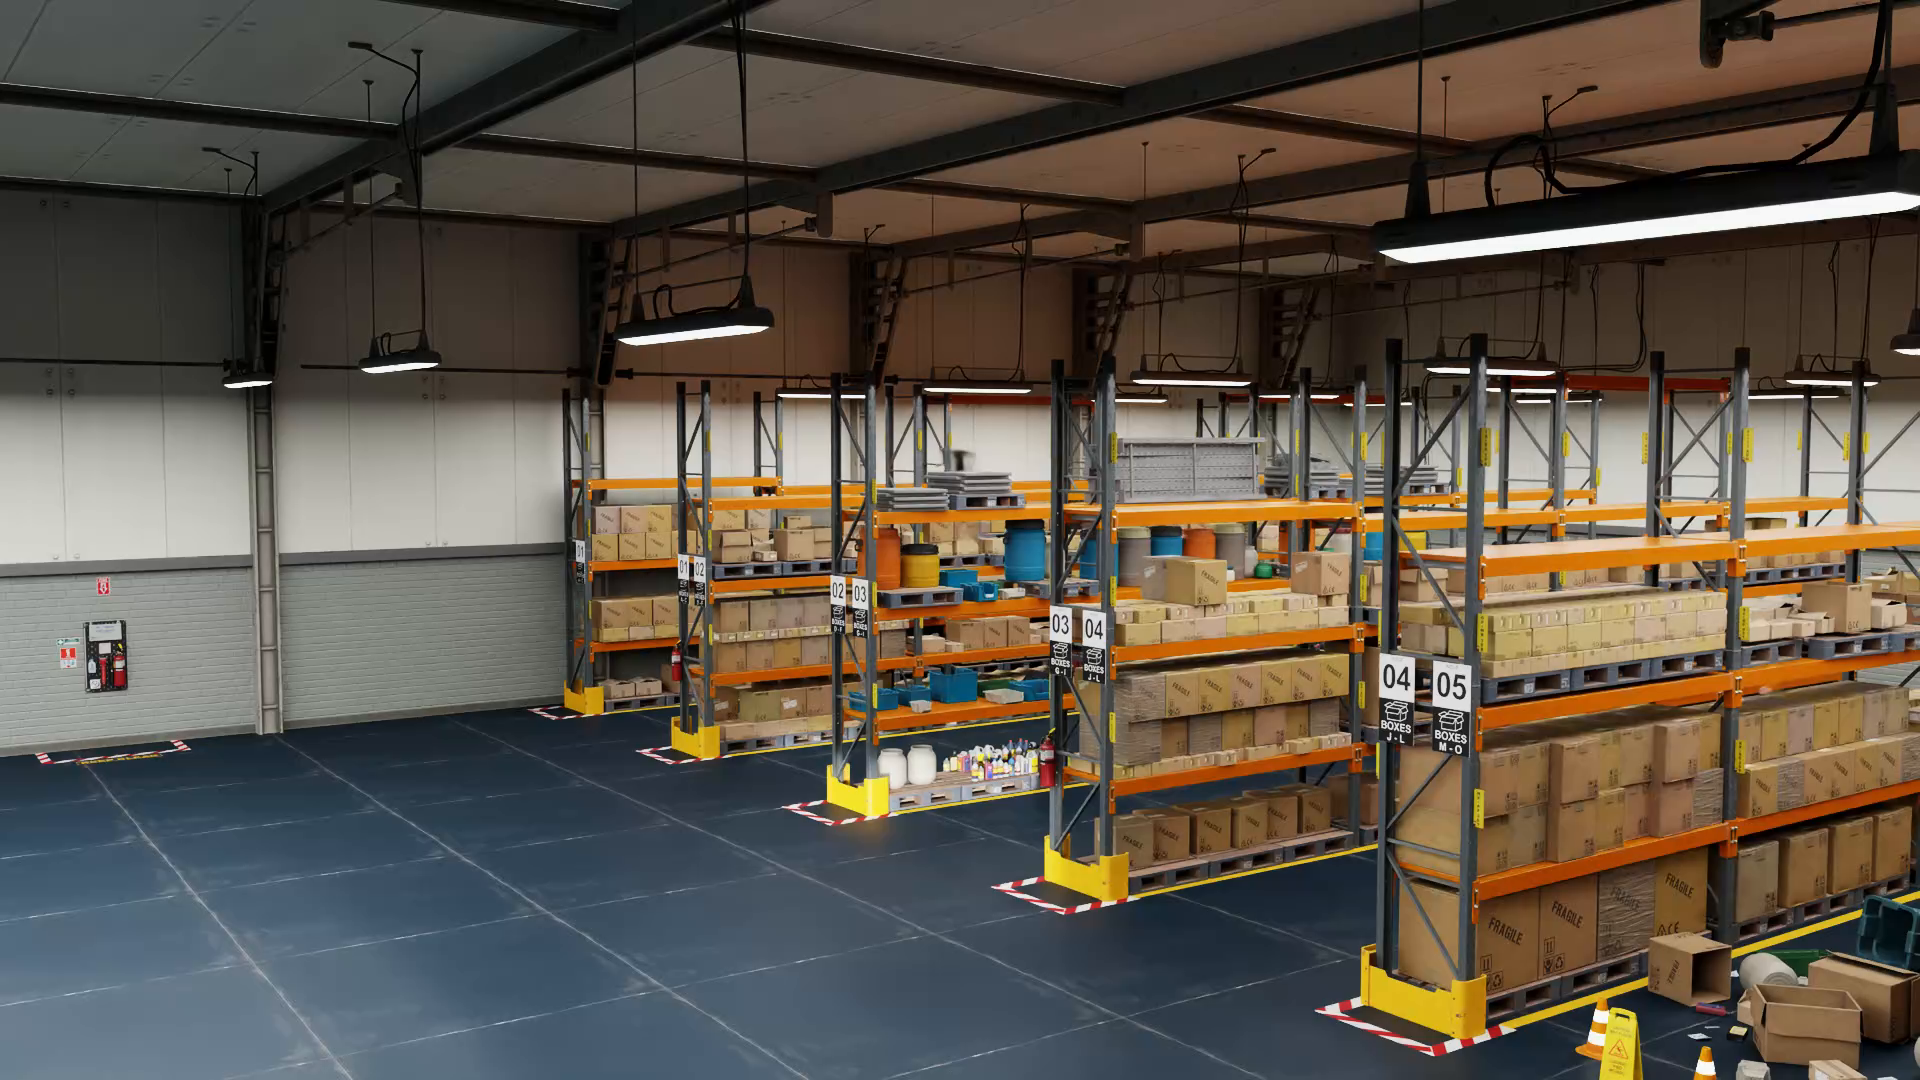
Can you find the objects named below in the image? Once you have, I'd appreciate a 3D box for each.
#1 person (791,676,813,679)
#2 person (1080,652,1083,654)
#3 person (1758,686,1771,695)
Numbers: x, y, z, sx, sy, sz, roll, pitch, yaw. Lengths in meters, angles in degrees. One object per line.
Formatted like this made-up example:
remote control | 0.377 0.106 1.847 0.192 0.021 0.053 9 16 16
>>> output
person | -2.825 2.383 30.197 0.696 1.699 0.605 1 4 15
person | 2.722 2.122 34.130 0.747 1.738 0.573 -2 4 -33
person | 11.193 2.842 23.063 0.701 1.670 0.665 -2 4 -23
